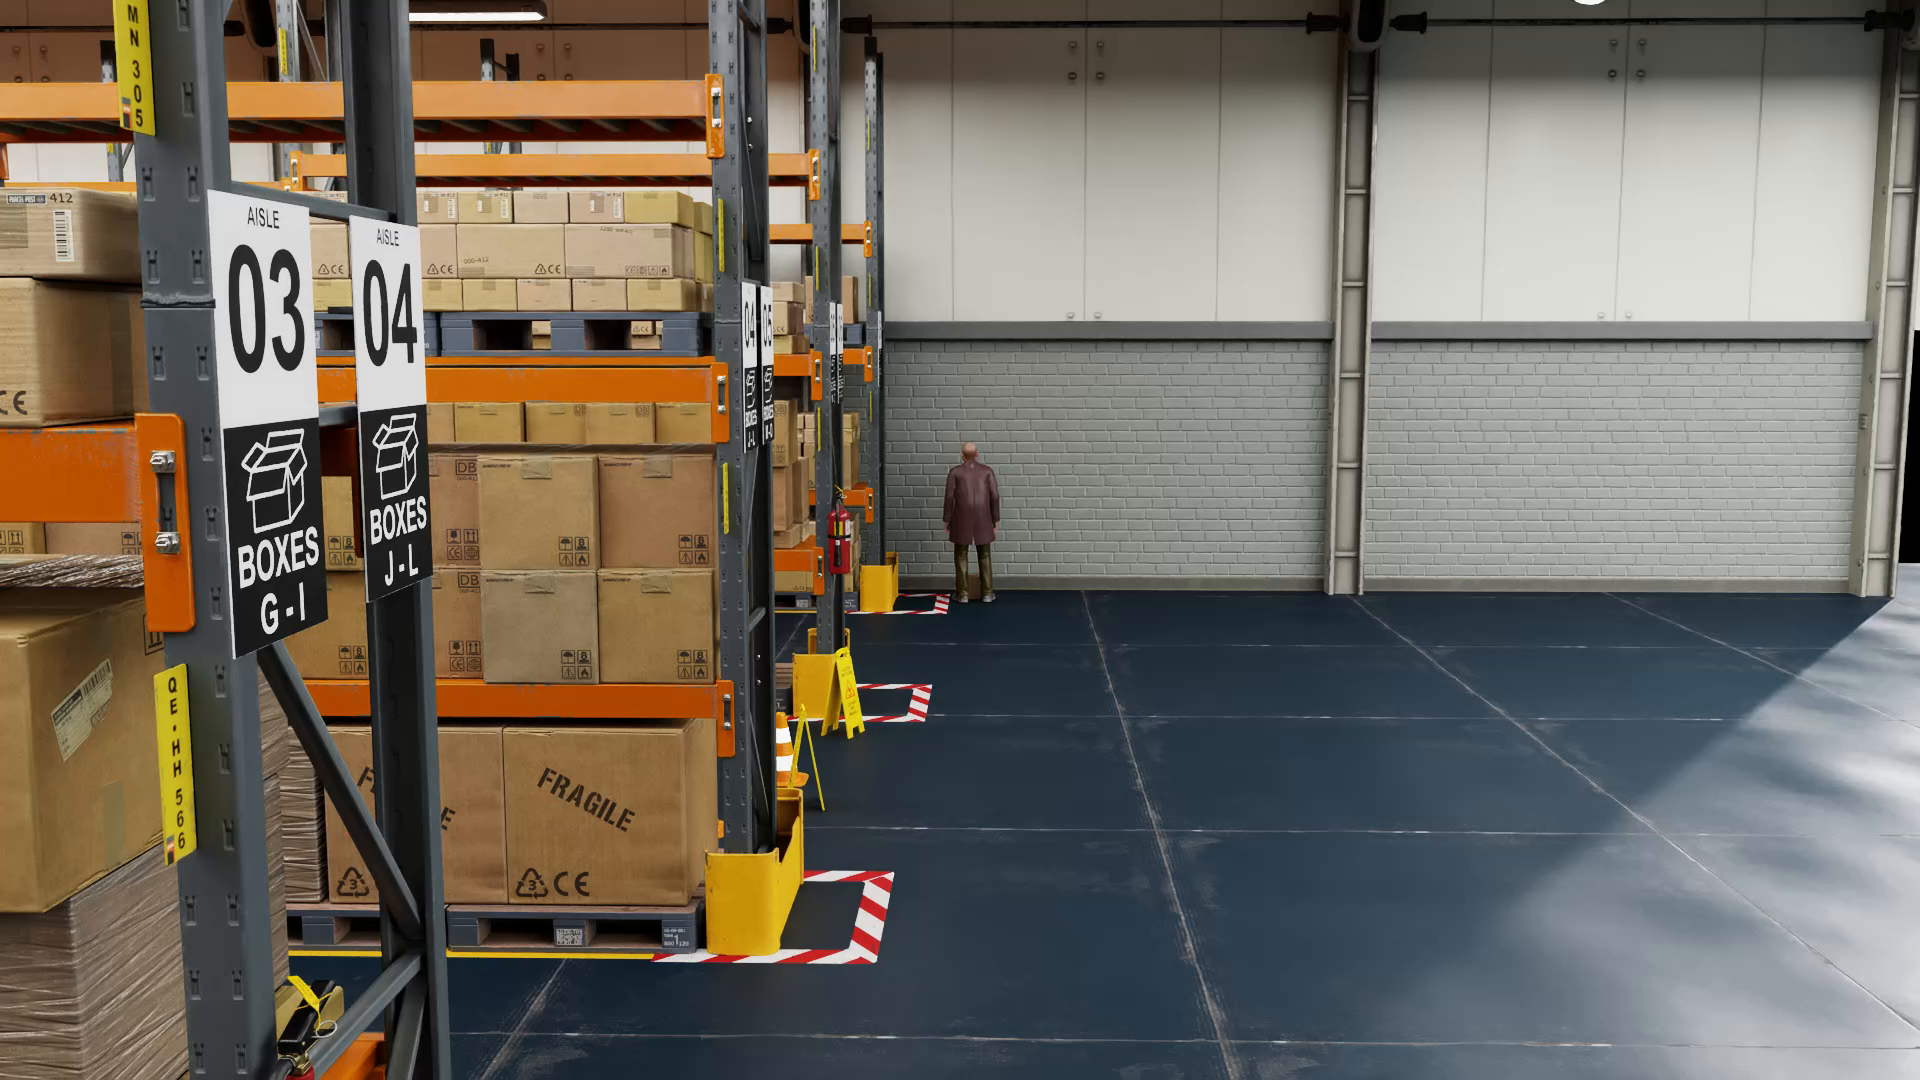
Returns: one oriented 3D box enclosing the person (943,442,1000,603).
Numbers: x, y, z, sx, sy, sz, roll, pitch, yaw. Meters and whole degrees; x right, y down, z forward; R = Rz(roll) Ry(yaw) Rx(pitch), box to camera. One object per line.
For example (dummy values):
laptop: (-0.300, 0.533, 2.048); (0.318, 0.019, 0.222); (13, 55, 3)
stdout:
person: (0.128, -0.198, 18.417); (0.642, 1.774, 0.424); (-1, 7, -6)
